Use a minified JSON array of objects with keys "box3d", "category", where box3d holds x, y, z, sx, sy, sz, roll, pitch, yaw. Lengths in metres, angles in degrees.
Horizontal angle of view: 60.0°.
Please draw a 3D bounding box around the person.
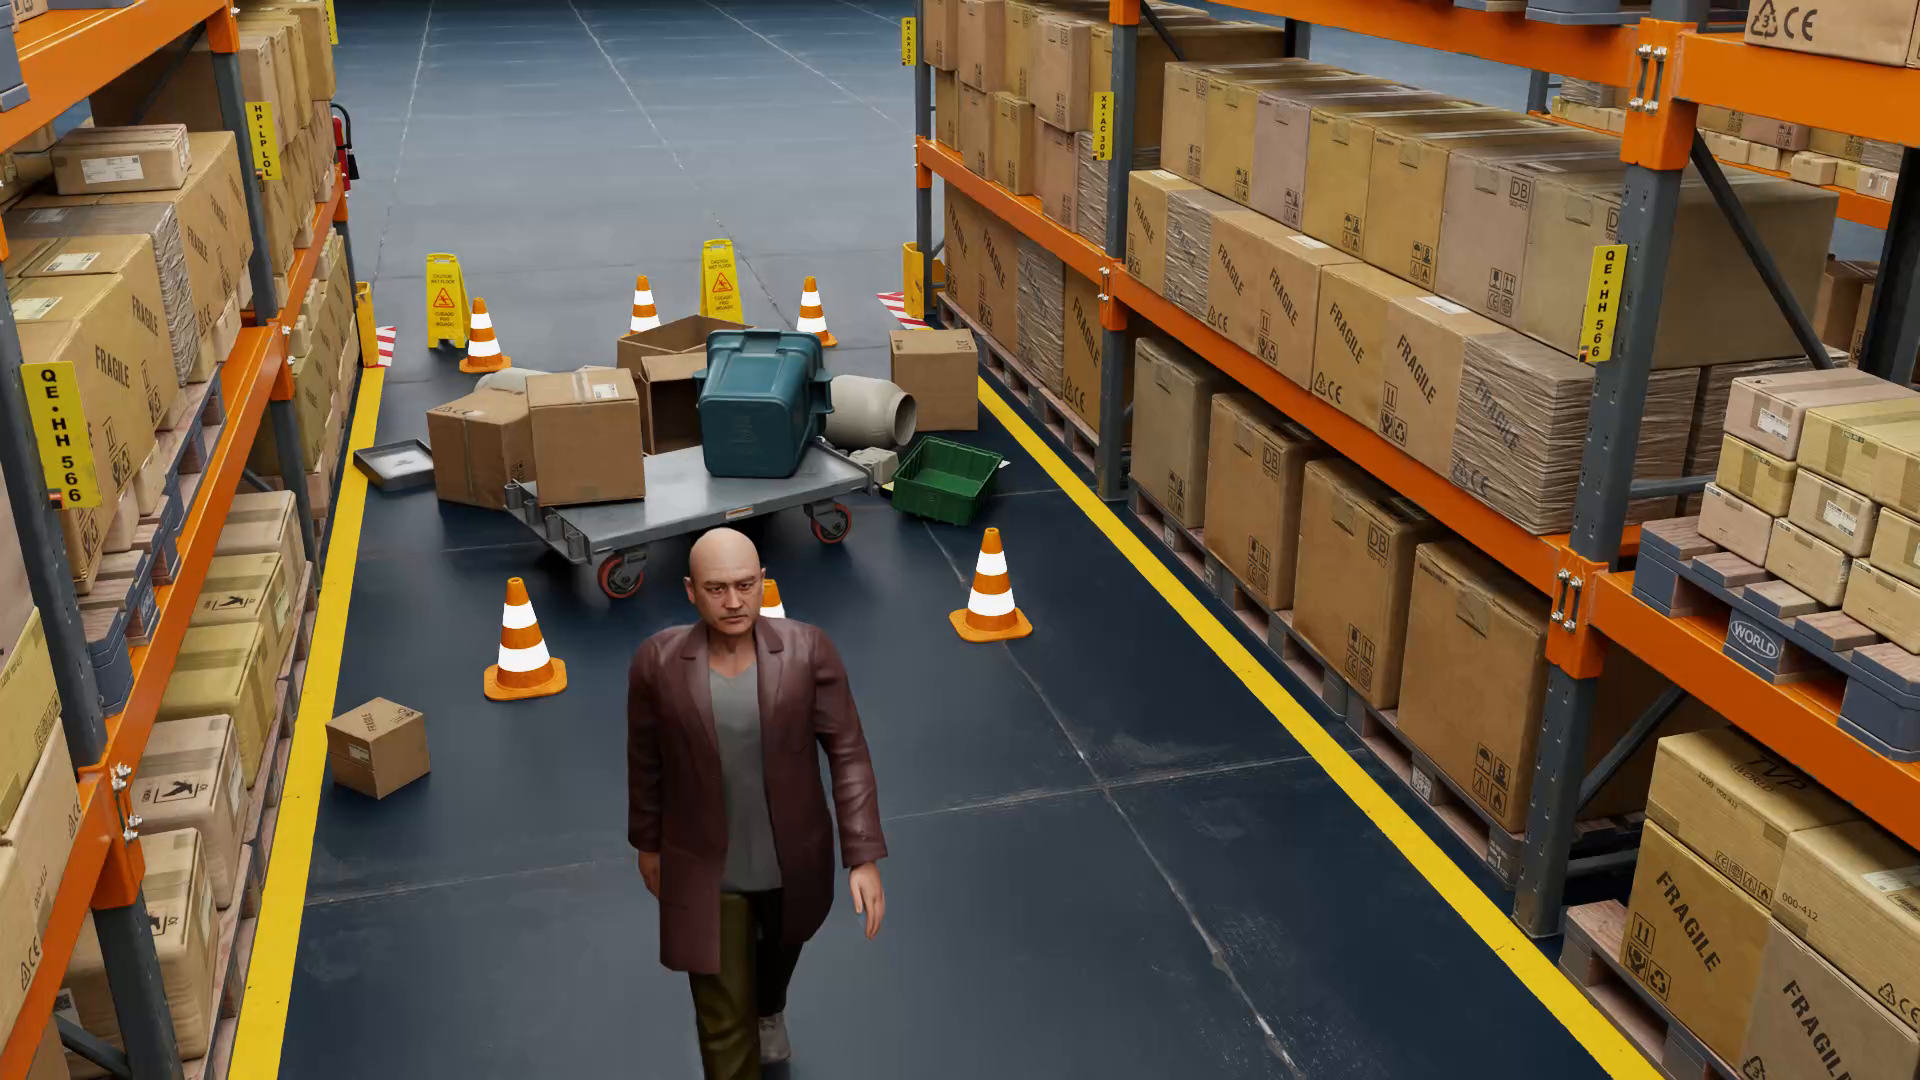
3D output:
[{"box3d":[-0.508,0.805,4.178,0.617,1.726,1.124,-6,23,-14],"category":"person"}]
